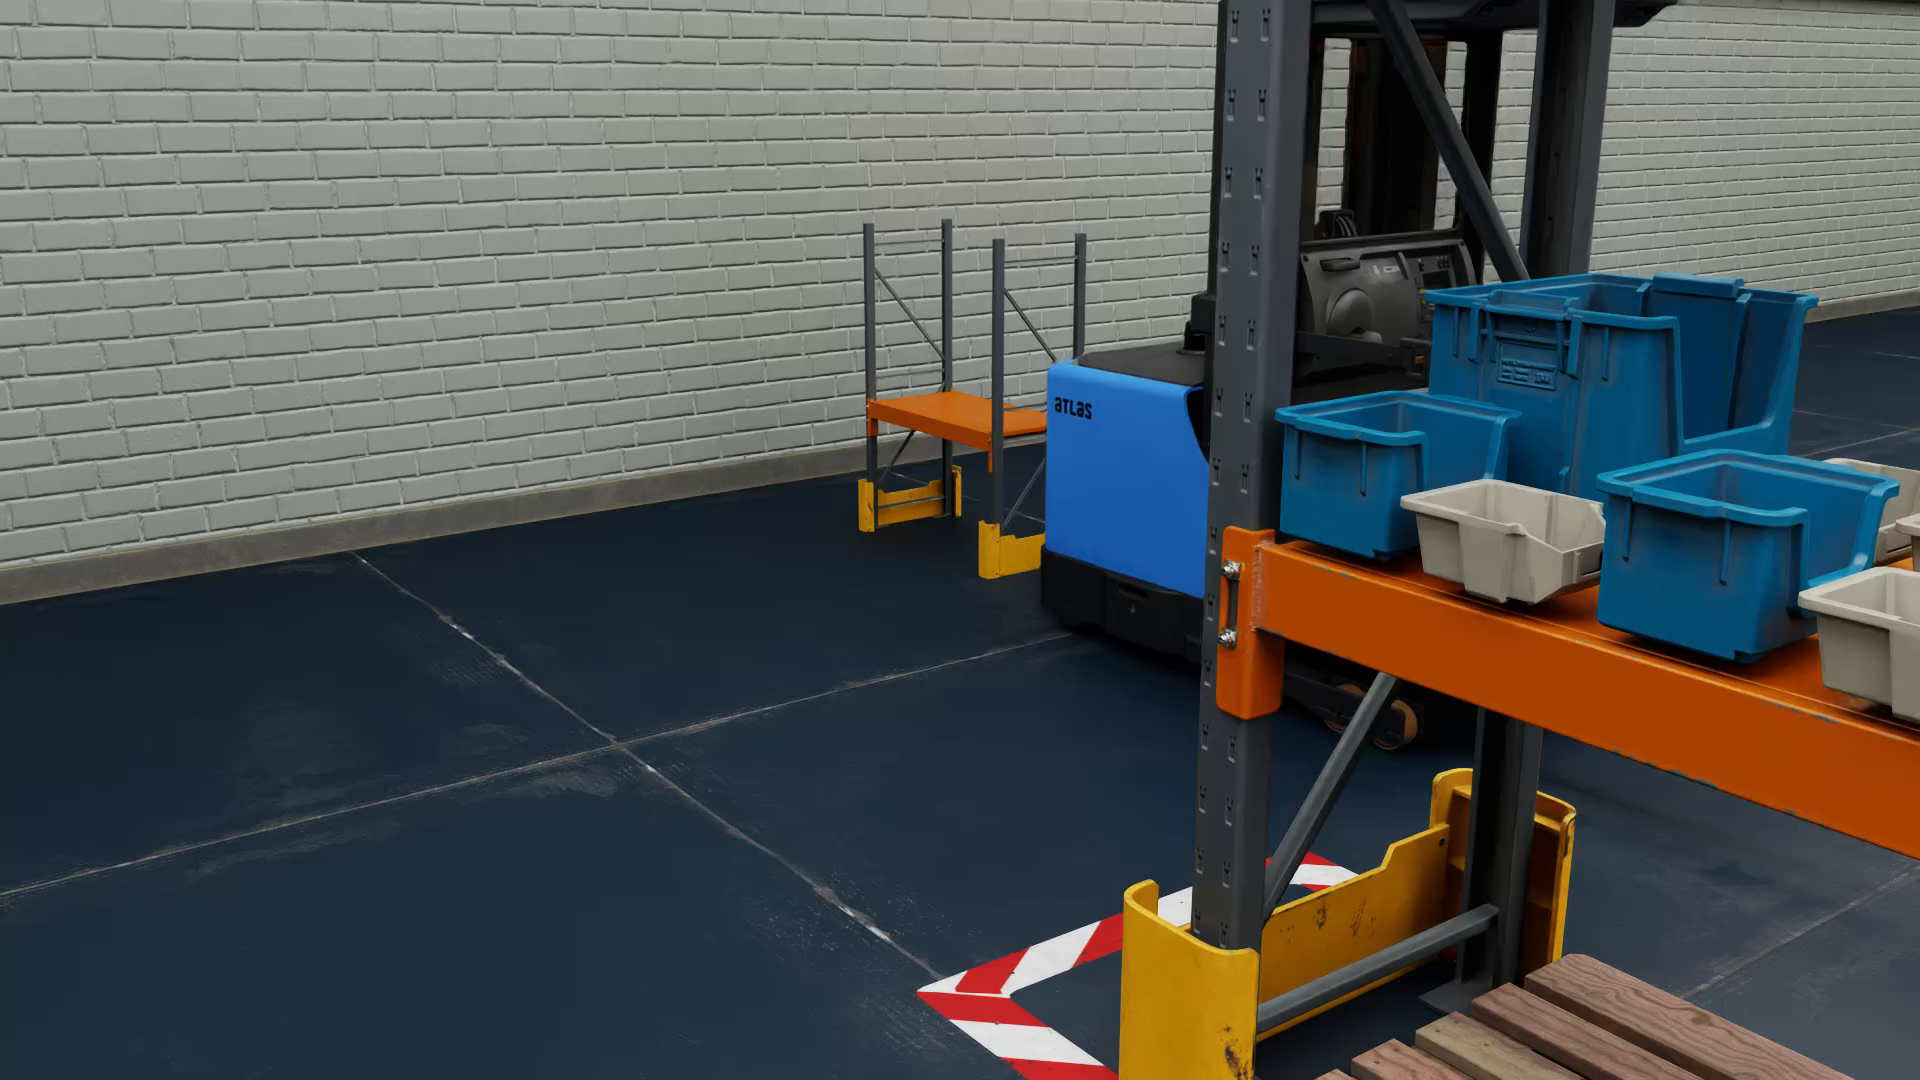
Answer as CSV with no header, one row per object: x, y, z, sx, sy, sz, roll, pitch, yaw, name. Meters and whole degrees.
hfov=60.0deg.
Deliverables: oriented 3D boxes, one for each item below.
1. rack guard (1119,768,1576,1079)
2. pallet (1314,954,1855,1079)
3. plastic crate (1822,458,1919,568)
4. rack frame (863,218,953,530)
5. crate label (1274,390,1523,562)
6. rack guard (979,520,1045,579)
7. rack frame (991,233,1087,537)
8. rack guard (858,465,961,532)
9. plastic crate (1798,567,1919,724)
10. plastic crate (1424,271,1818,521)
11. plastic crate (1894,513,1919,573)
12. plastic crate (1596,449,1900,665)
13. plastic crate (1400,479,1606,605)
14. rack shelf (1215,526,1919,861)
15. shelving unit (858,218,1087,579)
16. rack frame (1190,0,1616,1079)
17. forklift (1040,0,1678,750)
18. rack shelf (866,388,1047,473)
0.890,0.927,3.743,1.175,0.500,0.348,-11,19,-35,rack guard
1.368,1.251,3.105,1.003,0.211,1.213,-11,19,-35,pallet
1.540,-0.032,2.895,0.396,0.136,0.243,-11,19,-35,plastic crate
-0.249,-0.814,8.208,0.500,1.500,0.032,-11,19,-35,rack frame
0.793,-0.120,3.037,0.416,0.233,0.303,-11,19,-35,crate label
0.338,0.002,7.595,0.587,0.250,0.087,-11,19,-35,rack guard
0.349,-0.597,7.415,0.500,1.500,0.032,-11,19,-35,rack frame
-0.248,-0.211,8.372,0.587,0.250,0.087,-11,19,-35,rack guard
1.314,0.152,2.223,0.250,0.136,0.298,-11,19,-35,plastic crate
1.262,-0.279,3.234,0.616,0.435,0.499,-11,19,-35,plastic crate
1.699,0.033,2.661,0.396,0.136,0.243,-11,19,-35,plastic crate
1.180,0.020,2.523,0.416,0.233,0.300,-11,19,-35,plastic crate
0.915,0.008,2.752,0.250,0.136,0.298,-11,19,-35,plastic crate
2.090,0.498,1.937,1.077,0.370,4.000,-11,19,-35,rack shelf
0.045,-0.707,7.819,0.587,1.500,1.083,-11,19,-35,shelving unit
0.914,-0.276,3.402,1.000,3.000,0.127,-11,19,-35,rack frame
1.648,-0.864,5.681,1.130,2.935,3.031,-12,19,-37,forklift
0.050,-0.532,7.859,0.538,0.185,1.000,-11,19,-35,rack shelf
